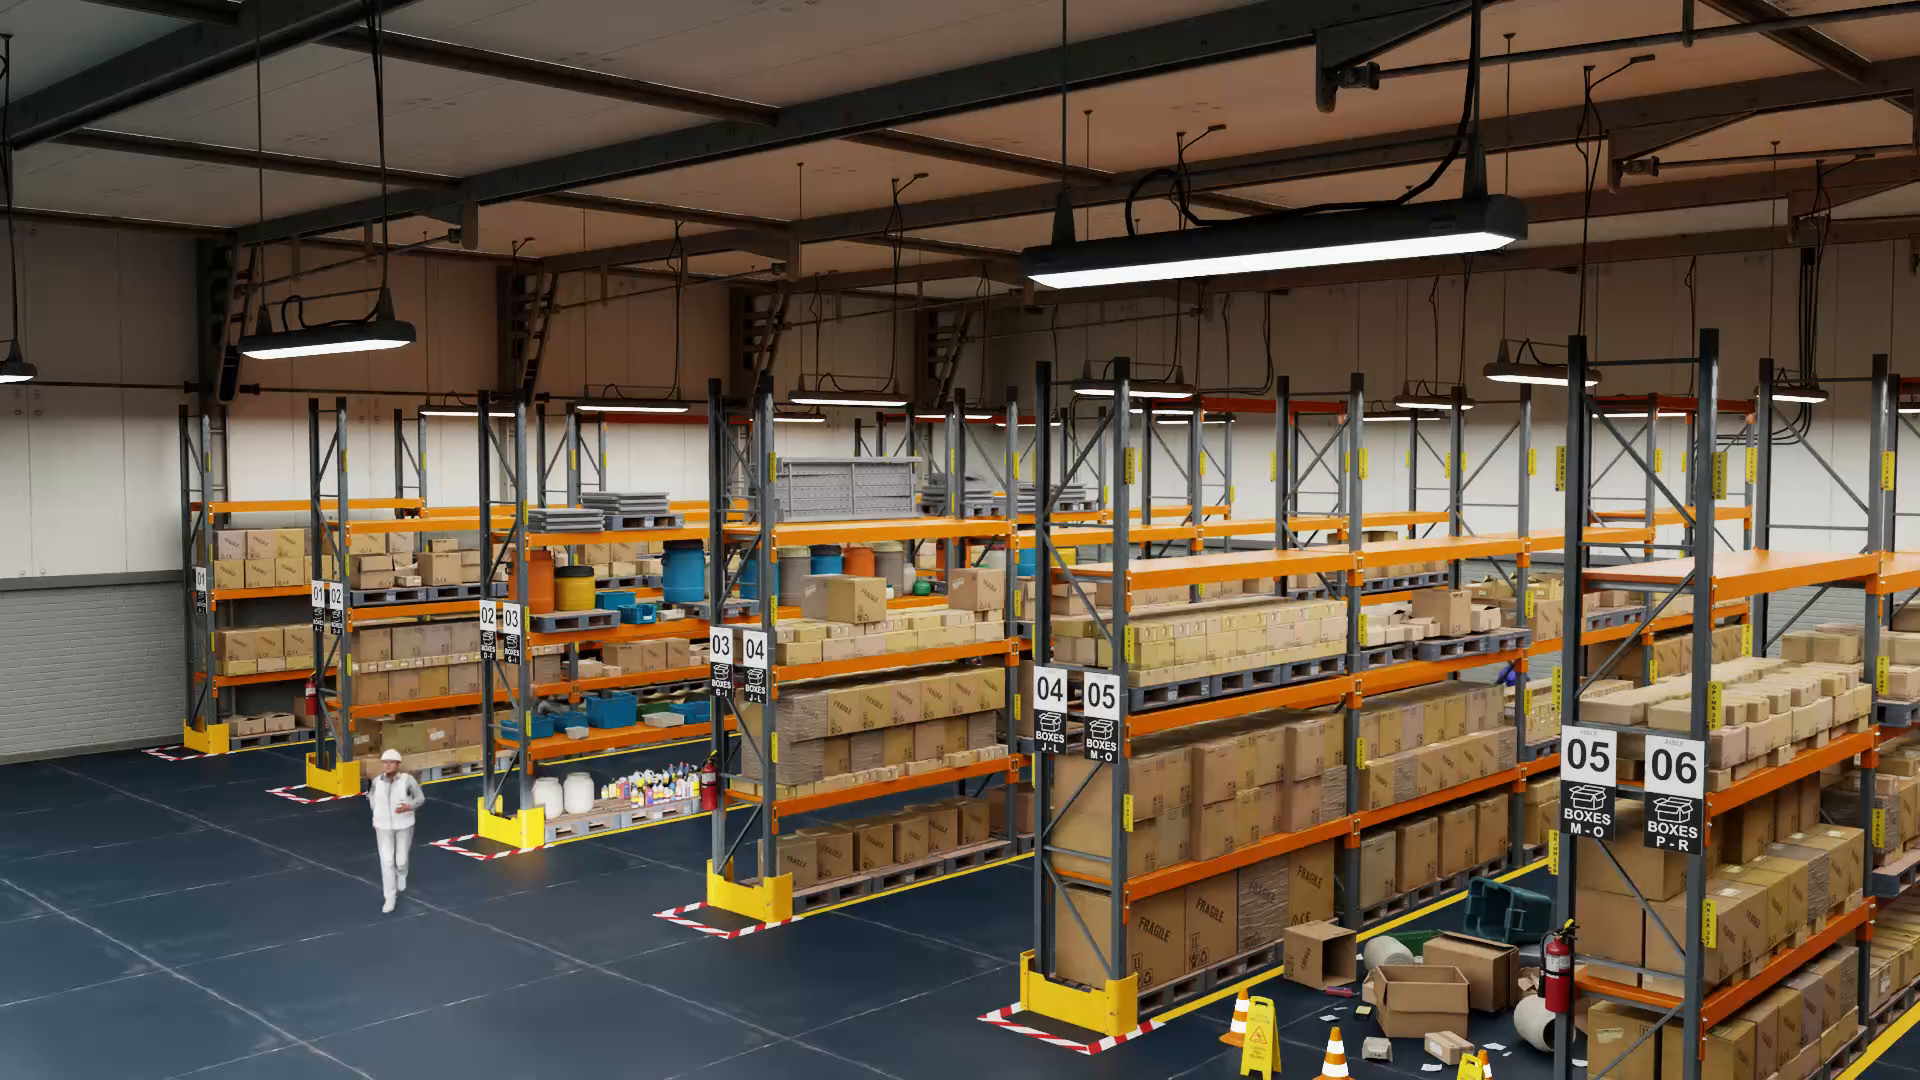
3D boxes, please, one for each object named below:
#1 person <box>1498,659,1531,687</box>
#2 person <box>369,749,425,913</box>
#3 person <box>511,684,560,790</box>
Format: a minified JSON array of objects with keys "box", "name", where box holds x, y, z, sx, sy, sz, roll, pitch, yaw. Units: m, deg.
[{"box":[9.908,2.819,29.598,0.615,1.584,0.492,0,3,-3],"name":"person"},{"box":[-6.451,3.278,19.030,0.649,1.786,0.888,-1,3,-10],"name":"person"},{"box":[-6.305,3.010,24.547,0.645,1.795,0.808,2,3,28],"name":"person"}]
